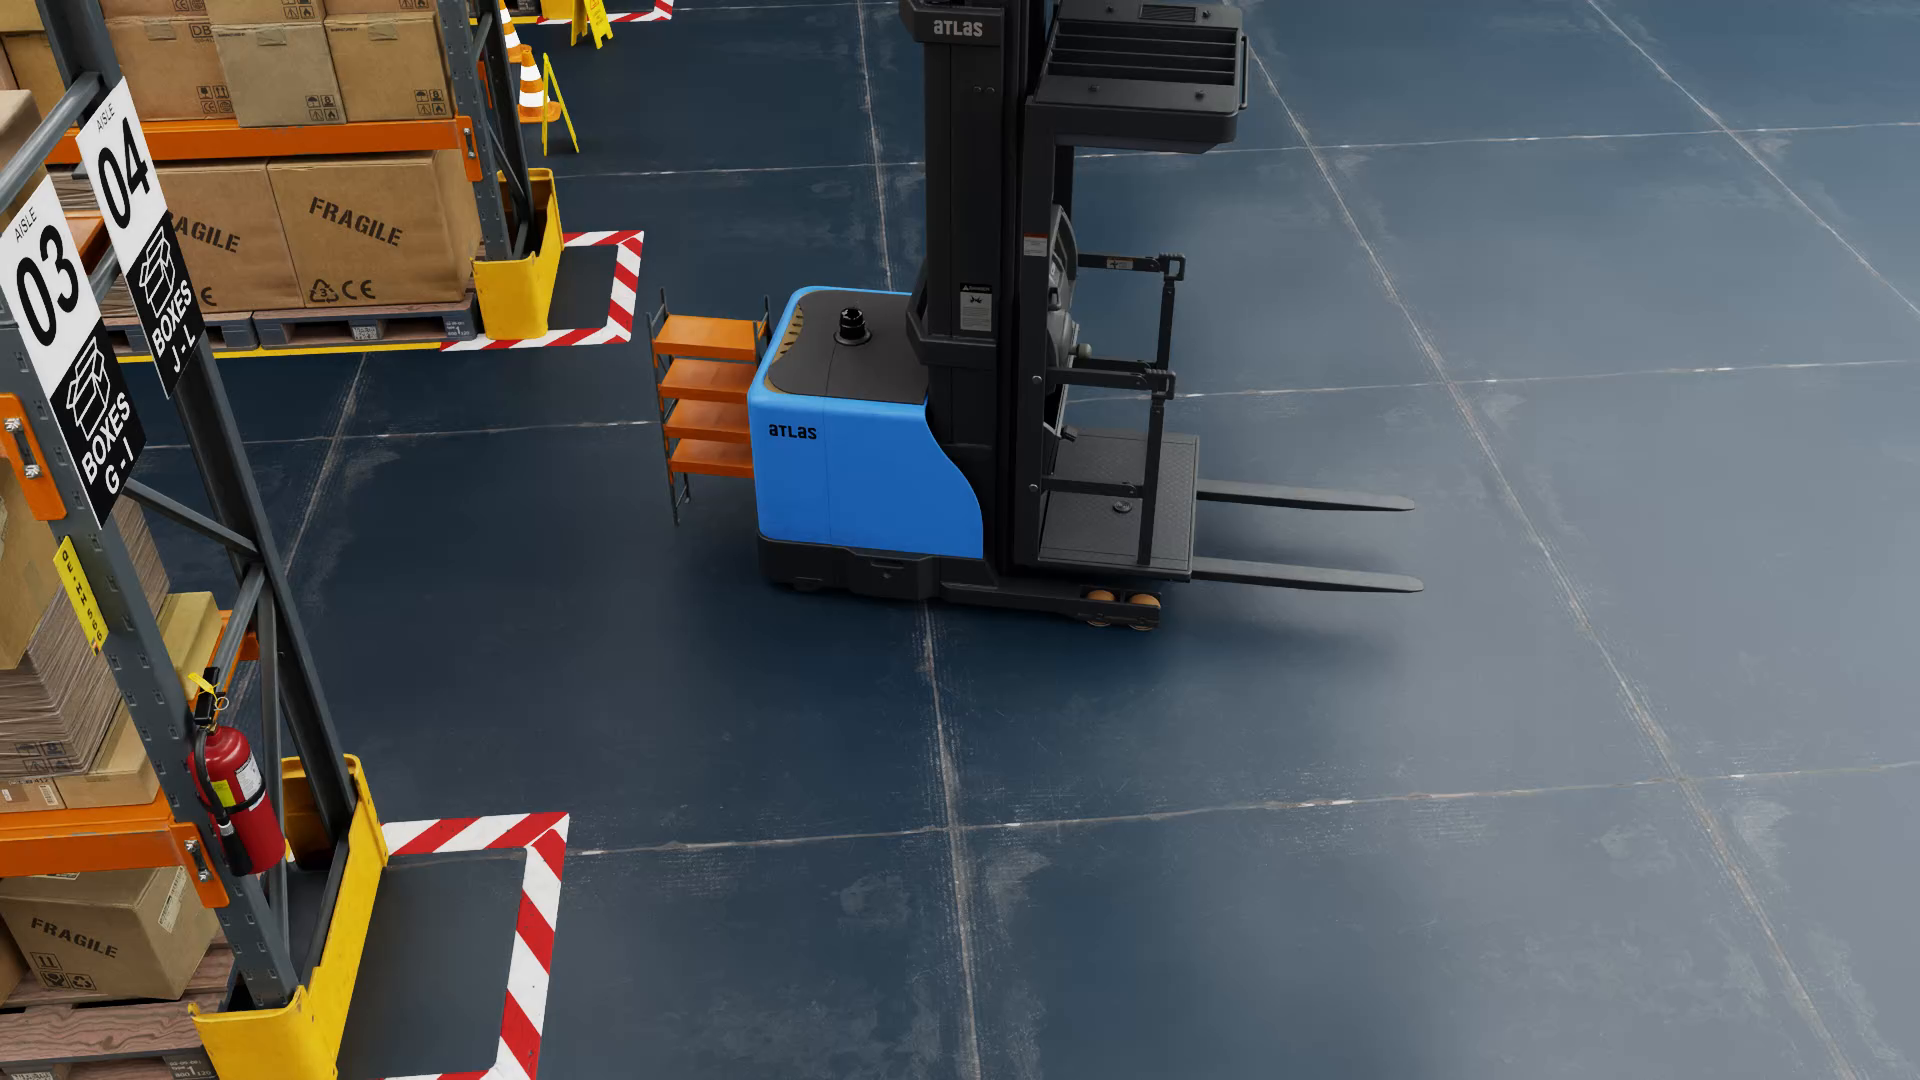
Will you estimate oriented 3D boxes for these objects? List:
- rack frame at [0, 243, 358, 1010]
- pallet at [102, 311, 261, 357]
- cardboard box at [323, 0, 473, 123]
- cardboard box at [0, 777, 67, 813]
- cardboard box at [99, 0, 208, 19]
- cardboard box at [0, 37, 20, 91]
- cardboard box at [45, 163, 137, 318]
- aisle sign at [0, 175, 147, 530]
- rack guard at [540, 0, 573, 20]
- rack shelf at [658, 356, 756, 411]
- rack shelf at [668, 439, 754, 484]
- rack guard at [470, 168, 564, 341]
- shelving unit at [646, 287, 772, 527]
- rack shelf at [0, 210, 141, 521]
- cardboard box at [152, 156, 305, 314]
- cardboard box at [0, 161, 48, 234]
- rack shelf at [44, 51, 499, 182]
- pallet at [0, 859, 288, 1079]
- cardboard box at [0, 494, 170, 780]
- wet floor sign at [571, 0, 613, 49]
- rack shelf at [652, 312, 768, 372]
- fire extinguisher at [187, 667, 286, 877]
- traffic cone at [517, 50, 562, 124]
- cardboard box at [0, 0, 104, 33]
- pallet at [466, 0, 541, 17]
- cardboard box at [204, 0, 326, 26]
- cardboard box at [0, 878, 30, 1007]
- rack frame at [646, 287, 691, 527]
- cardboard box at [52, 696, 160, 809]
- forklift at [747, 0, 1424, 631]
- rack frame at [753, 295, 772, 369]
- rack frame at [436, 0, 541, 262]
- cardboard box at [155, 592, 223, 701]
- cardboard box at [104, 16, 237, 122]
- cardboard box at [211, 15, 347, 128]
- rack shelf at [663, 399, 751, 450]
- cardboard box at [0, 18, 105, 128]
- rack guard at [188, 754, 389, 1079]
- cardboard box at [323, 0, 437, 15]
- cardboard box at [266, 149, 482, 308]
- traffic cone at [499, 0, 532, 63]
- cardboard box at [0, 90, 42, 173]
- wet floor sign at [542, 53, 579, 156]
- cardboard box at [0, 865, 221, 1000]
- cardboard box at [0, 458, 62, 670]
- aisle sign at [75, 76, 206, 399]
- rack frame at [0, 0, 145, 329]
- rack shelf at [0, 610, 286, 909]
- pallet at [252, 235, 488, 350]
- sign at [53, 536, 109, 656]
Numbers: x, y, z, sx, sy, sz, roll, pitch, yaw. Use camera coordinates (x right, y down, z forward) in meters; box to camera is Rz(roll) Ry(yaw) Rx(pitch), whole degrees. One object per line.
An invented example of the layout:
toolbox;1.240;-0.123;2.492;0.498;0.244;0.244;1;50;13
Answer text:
rack frame;-2.287;0.382;5.167;0.127;3.000;1.000;-3;38;-4
pallet;-4.627;-1.432;9.717;1.213;0.211;1.003;-3;38;-4
cardboard box;-2.991;-2.695;8.944;0.550;0.550;0.875;-3;38;-4
cardboard box;-2.801;0.637;5.046;0.250;0.149;0.380;-3;38;-4
cardboard box;-4.108;-3.136;8.633;0.550;0.550;0.875;-3;38;-4
cardboard box;-5.149;-2.552;8.764;0.550;0.550;0.875;-3;38;-4
cardboard box;-5.079;-1.838;9.357;0.875;0.875;0.875;-3;38;-4
aisle sign;-2.198;-0.457;4.131;0.004;0.787;0.394;-3;38;-4
rack guard;-3.240;-4.747;13.685;0.348;0.500;1.175;-3;38;-4
rack shelf;-1.134;-0.712;7.753;0.480;0.148;0.258;5;39;7
rack shelf;-1.134;-0.380;8.014;0.480;0.148;0.258;5;39;7
rack guard;-2.601;-1.704;9.828;0.348;0.500;1.175;-3;38;-4
shelving unit;-1.134;-0.589;7.850;0.503;1.200;0.258;5;39;7
rack shelf;-4.279;-0.404;4.321;4.000;0.370;1.077;-3;38;-4
cardboard box;-4.171;-1.887;9.419;0.875;0.875;0.875;-4;38;-5
cardboard box;-2.789;-0.870;4.453;0.500;0.250;0.500;-2;38;-3
rack shelf;-4.617;-2.292;9.136;4.000;0.370;1.077;-3;38;-4
pallet;-3.175;1.503;5.996;1.213;0.211;1.003;-3;38;-4
cardboard box;-2.837;0.239;5.027;0.500;0.500;0.875;-3;38;-4
wet floor sign;-2.880;-4.159;12.822;0.232;0.644;0.267;9;39;12
rack shelf;-1.134;-0.897;7.606;0.480;0.148;0.258;5;39;7
fire extinguisher;-2.132;0.690;4.838;0.183;0.674;0.296;-3;38;-4
traffic cone;-3.041;-3.251;11.819;0.334;0.463;0.336;-3;38;-4
cardboard box;-4.624;-3.027;8.494;0.500;0.550;0.875;-3;38;-4
pallet;-4.052;-4.611;13.746;1.213;0.211;1.003;-3;38;-4
cardboard box;-3.538;-3.083;8.565;0.550;0.550;0.875;-3;38;-4
cardboard box;-3.502;1.276;5.712;0.500;0.500;0.500;6;39;8
rack frame;-1.376;-0.611;7.878;0.015;1.200;0.240;5;39;7
cardboard box;-2.552;0.623;5.063;0.250;0.149;0.380;-3;38;-4
forklift;0.624;-1.094;7.092;3.031;2.935;1.130;5;39;7
rack frame;-0.893;-0.567;7.822;0.015;1.200;0.240;5;39;7
rack frame;-2.625;-2.684;9.052;0.127;3.000;1.000;-3;38;-4
cardboard box;-2.592;0.349;5.411;0.250;0.149;0.380;-3;38;-4
cardboard box;-4.106;-2.698;8.948;0.550;0.550;0.875;-3;38;-4
cardboard box;-3.537;-2.651;8.889;0.550;0.550;0.875;-3;38;-4
rack shelf;-1.134;-0.536;7.891;0.480;0.148;0.258;5;39;7
cardboard box;-4.630;-2.643;8.879;0.500;0.550;0.875;-3;38;-4
rack guard;-2.362;1.367;5.936;0.348;0.500;1.175;-3;38;-4
cardboard box;-2.998;-3.170;8.676;0.550;0.550;0.875;-3;38;-4
cardboard box;-3.295;-1.937;9.481;0.875;0.875;0.875;-3;38;-4
traffic cone;-3.478;-3.917;12.663;0.334;0.463;0.336;-3;38;-4
cardboard box;-2.581;-1.021;4.322;0.250;0.149;0.380;-3;38;-4
wet floor sign;-2.772;-2.983;11.332;0.232;0.644;0.267;-9;39;-12
cardboard box;-2.910;1.222;5.780;0.500;0.500;0.500;4;38;4
cardboard box;-2.813;0.016;4.502;0.500;0.500;0.500;-3;38;-4
aisle sign;-2.251;-0.827;4.600;0.004;0.787;0.394;-3;38;-4
rack frame;-2.287;-1.973;3.308;0.127;3.000;1.000;-3;38;-4
rack shelf;-4.279;0.774;5.250;4.000;0.370;1.077;-3;38;-4
pallet;-3.415;-1.497;9.799;1.213;0.211;1.003;-3;38;-4
sign;-2.257;0.147;4.275;0.005;0.325;0.100;-3;38;-4
